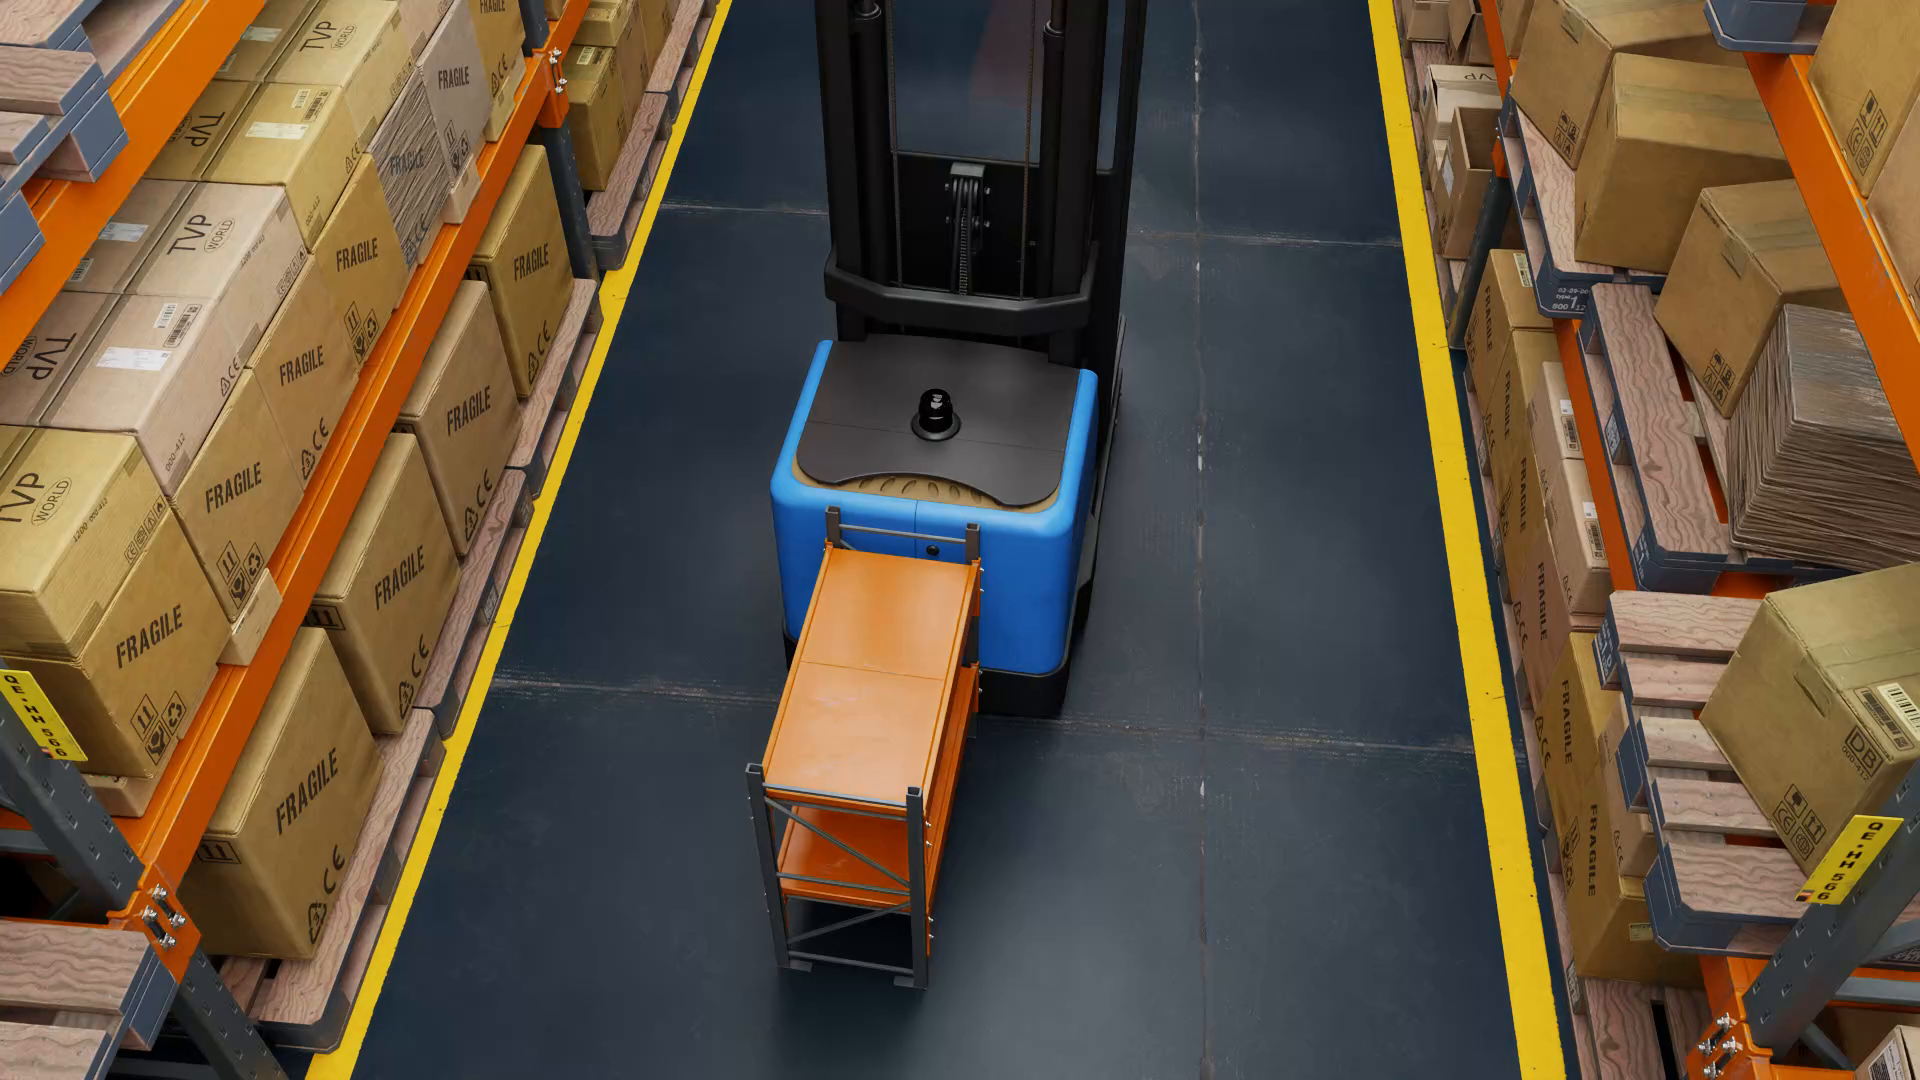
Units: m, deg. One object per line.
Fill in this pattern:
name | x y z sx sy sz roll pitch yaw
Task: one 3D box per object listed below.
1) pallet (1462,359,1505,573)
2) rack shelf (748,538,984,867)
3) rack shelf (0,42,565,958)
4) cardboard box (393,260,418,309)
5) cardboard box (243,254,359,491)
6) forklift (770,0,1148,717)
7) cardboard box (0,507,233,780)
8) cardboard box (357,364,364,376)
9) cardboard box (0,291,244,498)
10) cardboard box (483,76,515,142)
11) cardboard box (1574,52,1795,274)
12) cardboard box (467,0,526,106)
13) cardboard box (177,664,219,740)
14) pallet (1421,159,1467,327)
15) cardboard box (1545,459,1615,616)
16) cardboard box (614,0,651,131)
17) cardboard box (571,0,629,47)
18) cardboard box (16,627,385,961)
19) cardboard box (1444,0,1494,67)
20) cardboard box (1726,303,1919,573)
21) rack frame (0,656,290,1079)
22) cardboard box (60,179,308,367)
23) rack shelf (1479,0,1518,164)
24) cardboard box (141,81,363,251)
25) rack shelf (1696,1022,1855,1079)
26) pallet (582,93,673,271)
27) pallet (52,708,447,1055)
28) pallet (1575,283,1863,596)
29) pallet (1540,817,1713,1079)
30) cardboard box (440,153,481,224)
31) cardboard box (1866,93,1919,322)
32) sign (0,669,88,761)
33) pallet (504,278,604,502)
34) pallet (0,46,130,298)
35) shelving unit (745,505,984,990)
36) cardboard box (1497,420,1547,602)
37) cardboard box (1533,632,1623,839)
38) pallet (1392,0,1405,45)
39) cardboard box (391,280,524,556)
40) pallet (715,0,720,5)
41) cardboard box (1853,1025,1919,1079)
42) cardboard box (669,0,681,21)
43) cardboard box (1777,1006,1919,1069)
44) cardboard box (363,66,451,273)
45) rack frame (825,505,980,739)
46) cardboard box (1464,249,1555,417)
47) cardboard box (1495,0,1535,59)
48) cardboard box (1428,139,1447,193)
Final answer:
pallet | 2.691 -0.345 6.949 1.003 0.211 1.213 4 48 4
rack shelf | -0.268 0.481 5.177 0.538 0.278 1.000 7 48 6
rack shelf | -2.388 -0.504 5.692 1.077 0.370 4.000 4 48 4
cardboard box | -2.114 -0.941 5.760 0.380 0.149 0.250 3 48 2
cardboard box | -2.168 -0.507 4.924 0.500 0.500 0.500 4 48 3
forklift | 0.106 -1.447 6.113 1.130 2.935 3.031 7 48 7
cardboard box | -2.271 0.242 4.239 0.500 0.500 0.500 5 48 5
cardboard box | -2.181 -0.554 5.406 0.380 0.149 0.250 4 48 4
cardboard box | -2.224 -0.383 4.302 0.500 0.250 0.500 3 48 3
cardboard box | -1.954 -1.684 6.440 0.380 0.149 0.250 5 48 4
cardboard box | 2.462 -1.219 5.506 0.700 0.500 0.500 11 48 10
cardboard box | -1.997 -2.002 6.291 0.500 0.500 0.500 3 48 3
cardboard box | -2.278 0.390 4.544 0.380 0.149 0.250 4 48 4
pallet | 2.791 -1.450 7.959 1.003 0.211 1.213 4 48 4
cardboard box | 2.305 -0.002 5.633 0.500 0.250 0.500 3 48 3
cardboard box | -1.986 -2.427 8.372 0.700 0.500 0.500 3 48 3
cardboard box | -1.823 -2.516 8.014 0.380 0.149 0.250 5 48 5
cardboard box | -2.373 0.775 5.207 0.750 0.750 0.750 3 48 3
cardboard box | 2.894 -2.573 8.490 0.797 0.503 0.637 4 48 4
cardboard box | 2.582 -0.252 4.622 0.700 0.500 0.500 12 49 11
rack frame | -2.567 0.723 4.082 0.949 2.616 0.053 4 48 4
cardboard box | -2.182 -0.751 4.639 0.500 0.250 0.500 4 48 4
rack shelf | 2.910 -3.113 8.078 1.077 0.370 4.000 4 48 4
cardboard box | -2.142 -1.126 4.982 0.500 0.250 0.500 3 48 3
rack shelf | 2.181 2.765 2.702 1.077 0.370 4.000 4 48 4
pallet | -2.058 -1.829 8.306 1.003 0.211 1.213 4 48 4
pallet | -2.423 1.089 5.637 1.003 0.211 1.213 4 48 4
pallet | 2.536 -0.312 5.158 1.003 0.211 1.213 4 48 4
pallet | 2.469 1.448 5.309 1.003 0.211 1.213 4 48 4
cardboard box | -1.988 -1.299 6.088 0.380 0.149 0.250 4 48 4
cardboard box | 2.416 -0.691 3.275 0.910 0.500 0.500 4 48 4
sign | -2.029 0.388 3.657 0.100 0.325 0.005 4 48 4
pallet | -2.201 -0.704 7.277 1.003 0.211 1.213 4 48 4
pallet | -2.564 -0.703 3.481 1.213 0.211 1.003 6 48 5
shelving unit | -0.268 0.678 5.393 0.538 1.125 1.048 7 48 6
cardboard box | 2.350 -0.093 6.224 0.500 0.500 0.500 4 48 4
cardboard box | 2.262 0.665 5.531 0.500 0.500 0.500 2 48 2
pallet | 3.014 -3.243 9.599 1.003 0.211 1.213 4 48 4
cardboard box | -2.214 -0.493 6.367 0.750 0.750 0.750 5 48 5
pallet | -1.836 -3.622 9.946 1.003 0.211 1.213 4 48 4
cardboard box | 2.287 1.347 3.571 0.500 0.311 0.500 7 48 6
cardboard box | -1.896 -3.196 9.076 0.700 0.500 0.500 2 48 2
cardboard box | 2.689 1.433 4.829 0.500 0.500 0.500 6 48 5
cardboard box | -2.088 -1.258 5.610 0.500 0.500 0.500 4 48 4
rack frame | -0.184 0.309 5.731 0.500 1.125 0.032 7 48 6
cardboard box | 2.441 -0.852 6.919 0.500 0.500 0.500 2 48 2
cardboard box | 2.518 -2.305 6.783 0.500 0.500 0.500 5 48 4
cardboard box | 2.472 -1.790 8.014 0.380 0.149 0.250 4 48 4
